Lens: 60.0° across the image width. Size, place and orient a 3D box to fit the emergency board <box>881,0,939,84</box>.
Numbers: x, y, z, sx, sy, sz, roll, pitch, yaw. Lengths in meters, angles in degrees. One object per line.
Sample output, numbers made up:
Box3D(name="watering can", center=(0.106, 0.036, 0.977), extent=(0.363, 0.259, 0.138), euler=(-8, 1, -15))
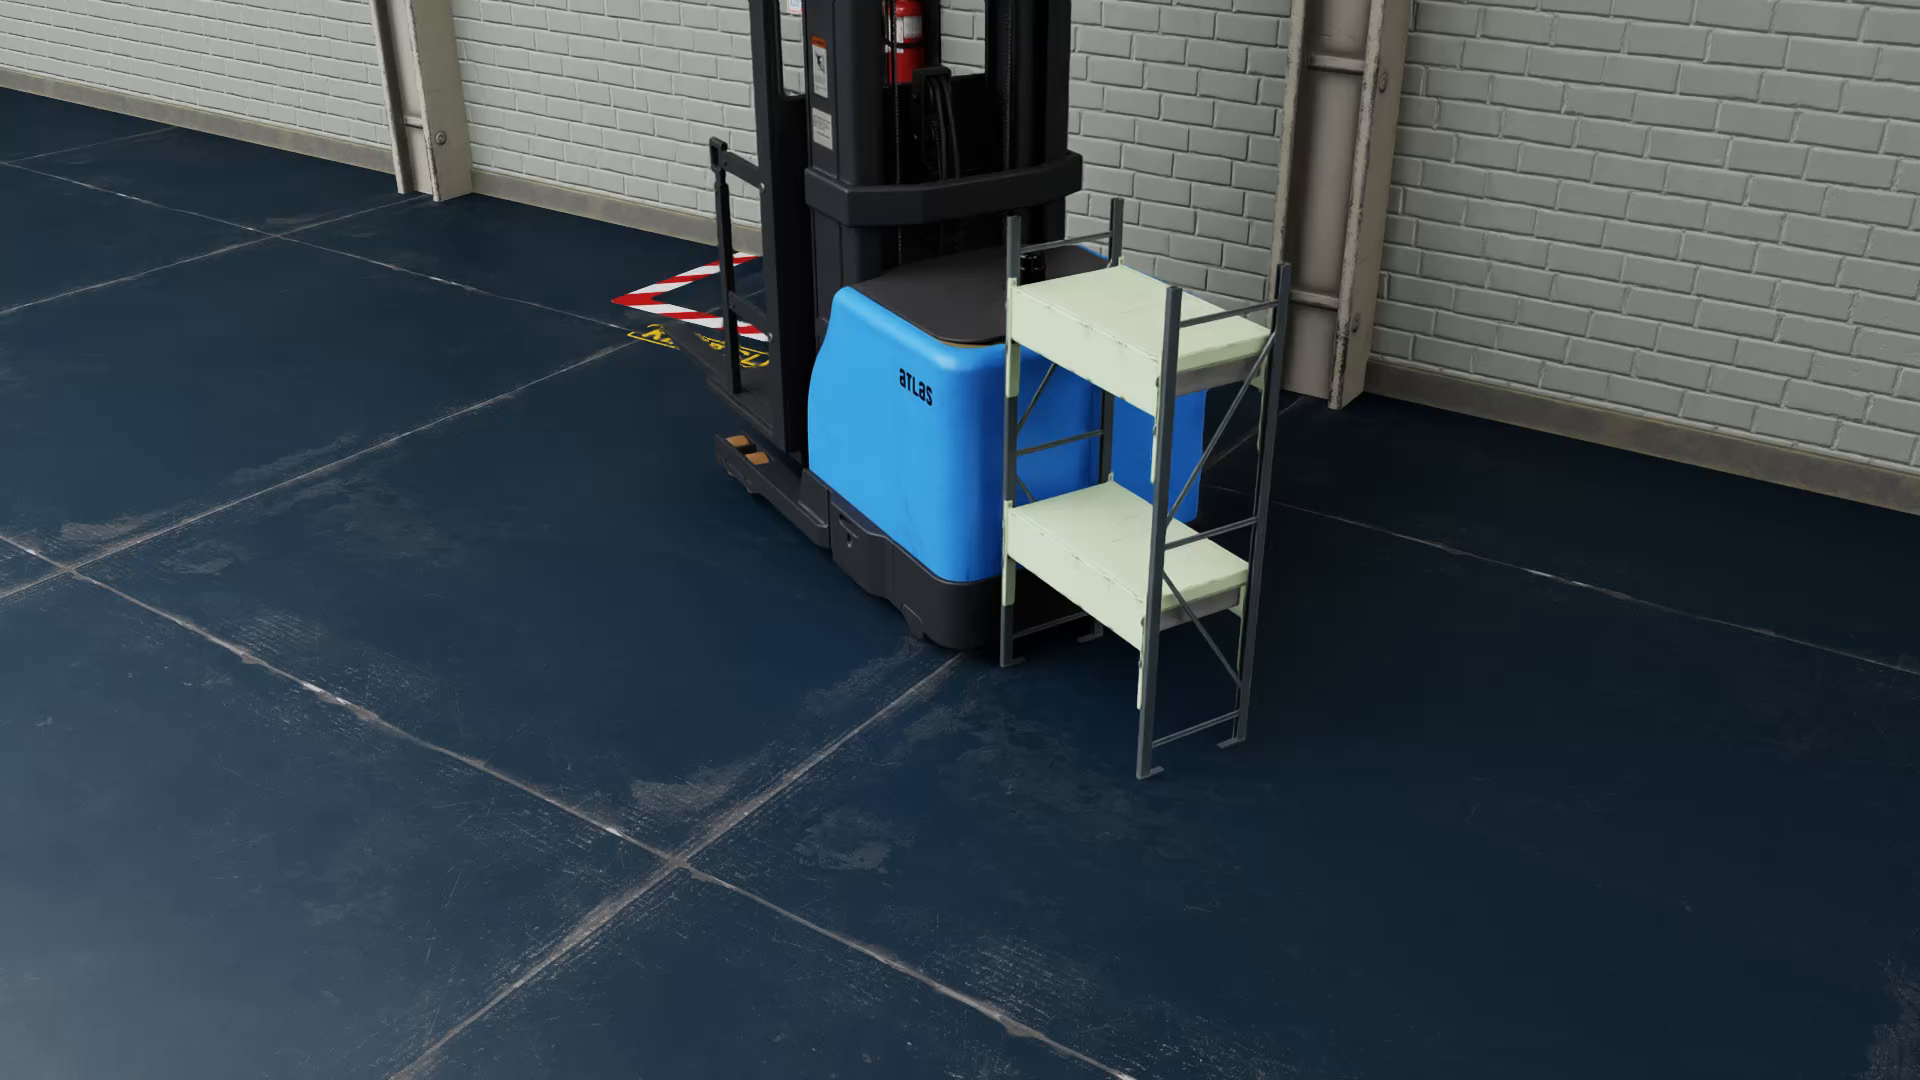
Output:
Box3D(name="emergency board", center=(-0.408, -2.671, 8.191), extent=(0.643, 1.169, 0.194), euler=(17, 32, 30))

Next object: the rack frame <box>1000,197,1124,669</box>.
Box3D(name="rack frame", center=(0.308, -0.300, 5.176), extent=(0.400, 1.500, 0.023), euler=(-16, 31, -28))

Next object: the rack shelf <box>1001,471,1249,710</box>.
Box3D(name="rack shelf", center=(0.500, 0.133, 5.049), extent=(0.431, 0.370, 0.720), euler=(-16, 31, -28))

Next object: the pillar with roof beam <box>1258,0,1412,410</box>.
Box3D(name="pillar with roof beam", center=(-0.830, -3.086, 2.393), extent=(0.400, 9.000, 9.100), euler=(17, 32, 30))

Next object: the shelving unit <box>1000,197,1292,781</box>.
Box3D(name="shelving unit", center=(0.501, -0.157, 4.899), extent=(0.431, 1.500, 0.755), euler=(-16, 31, -28))

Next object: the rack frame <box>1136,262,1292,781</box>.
Box3D(name="rack frame", center=(0.694, -0.014, 4.623), extent=(0.400, 1.500, 0.023), euler=(-16, 31, -28))

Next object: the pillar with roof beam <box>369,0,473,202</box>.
Box3D(name="pillar with roof beam", center=(-5.776, -4.627, 5.421), extent=(0.400, 9.000, 9.100), euler=(17, 32, 30))

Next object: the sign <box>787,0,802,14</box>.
Box3D(name="sign", center=(-0.805, -2.867, 8.538), extent=(0.234, 0.329, 0.001), euler=(17, 32, 30))

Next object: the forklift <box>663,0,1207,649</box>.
Box3D(name="forklift", center=(-0.334, -1.583, 6.129), extent=(1.130, 2.935, 3.031), euler=(-15, 30, -26))

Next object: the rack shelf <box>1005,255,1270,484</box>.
Box3D(name="rack shelf", center=(0.502, -0.504, 4.721), extent=(0.431, 0.370, 0.720), euler=(-16, 31, -28))
